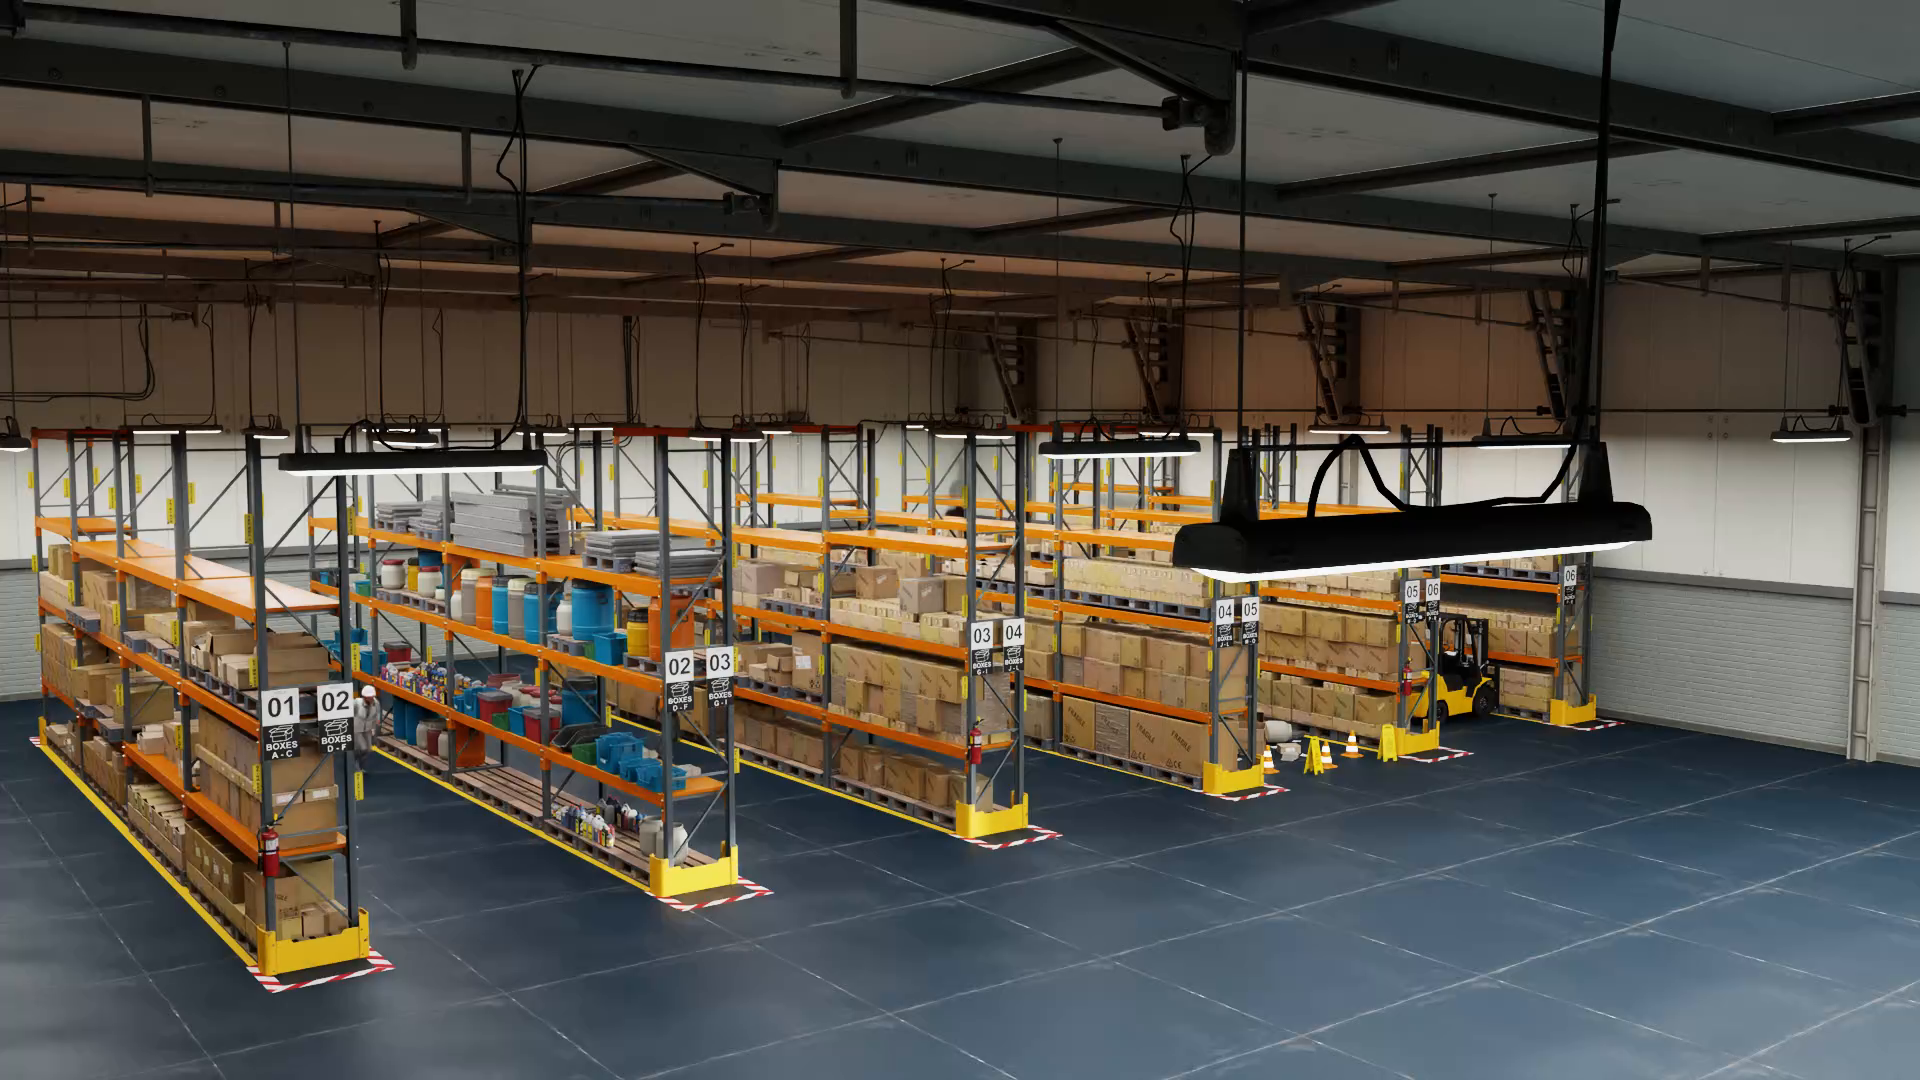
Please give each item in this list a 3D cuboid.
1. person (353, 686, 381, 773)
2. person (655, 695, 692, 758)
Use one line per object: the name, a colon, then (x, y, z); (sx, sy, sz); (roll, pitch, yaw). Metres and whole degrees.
person: (-10.334, 3.284, 28.671); (0.858, 1.598, 0.684); (4, 6, 43)
person: (-5.192, 3.245, 30.028); (0.783, 1.480, 0.596); (3, 5, 34)
